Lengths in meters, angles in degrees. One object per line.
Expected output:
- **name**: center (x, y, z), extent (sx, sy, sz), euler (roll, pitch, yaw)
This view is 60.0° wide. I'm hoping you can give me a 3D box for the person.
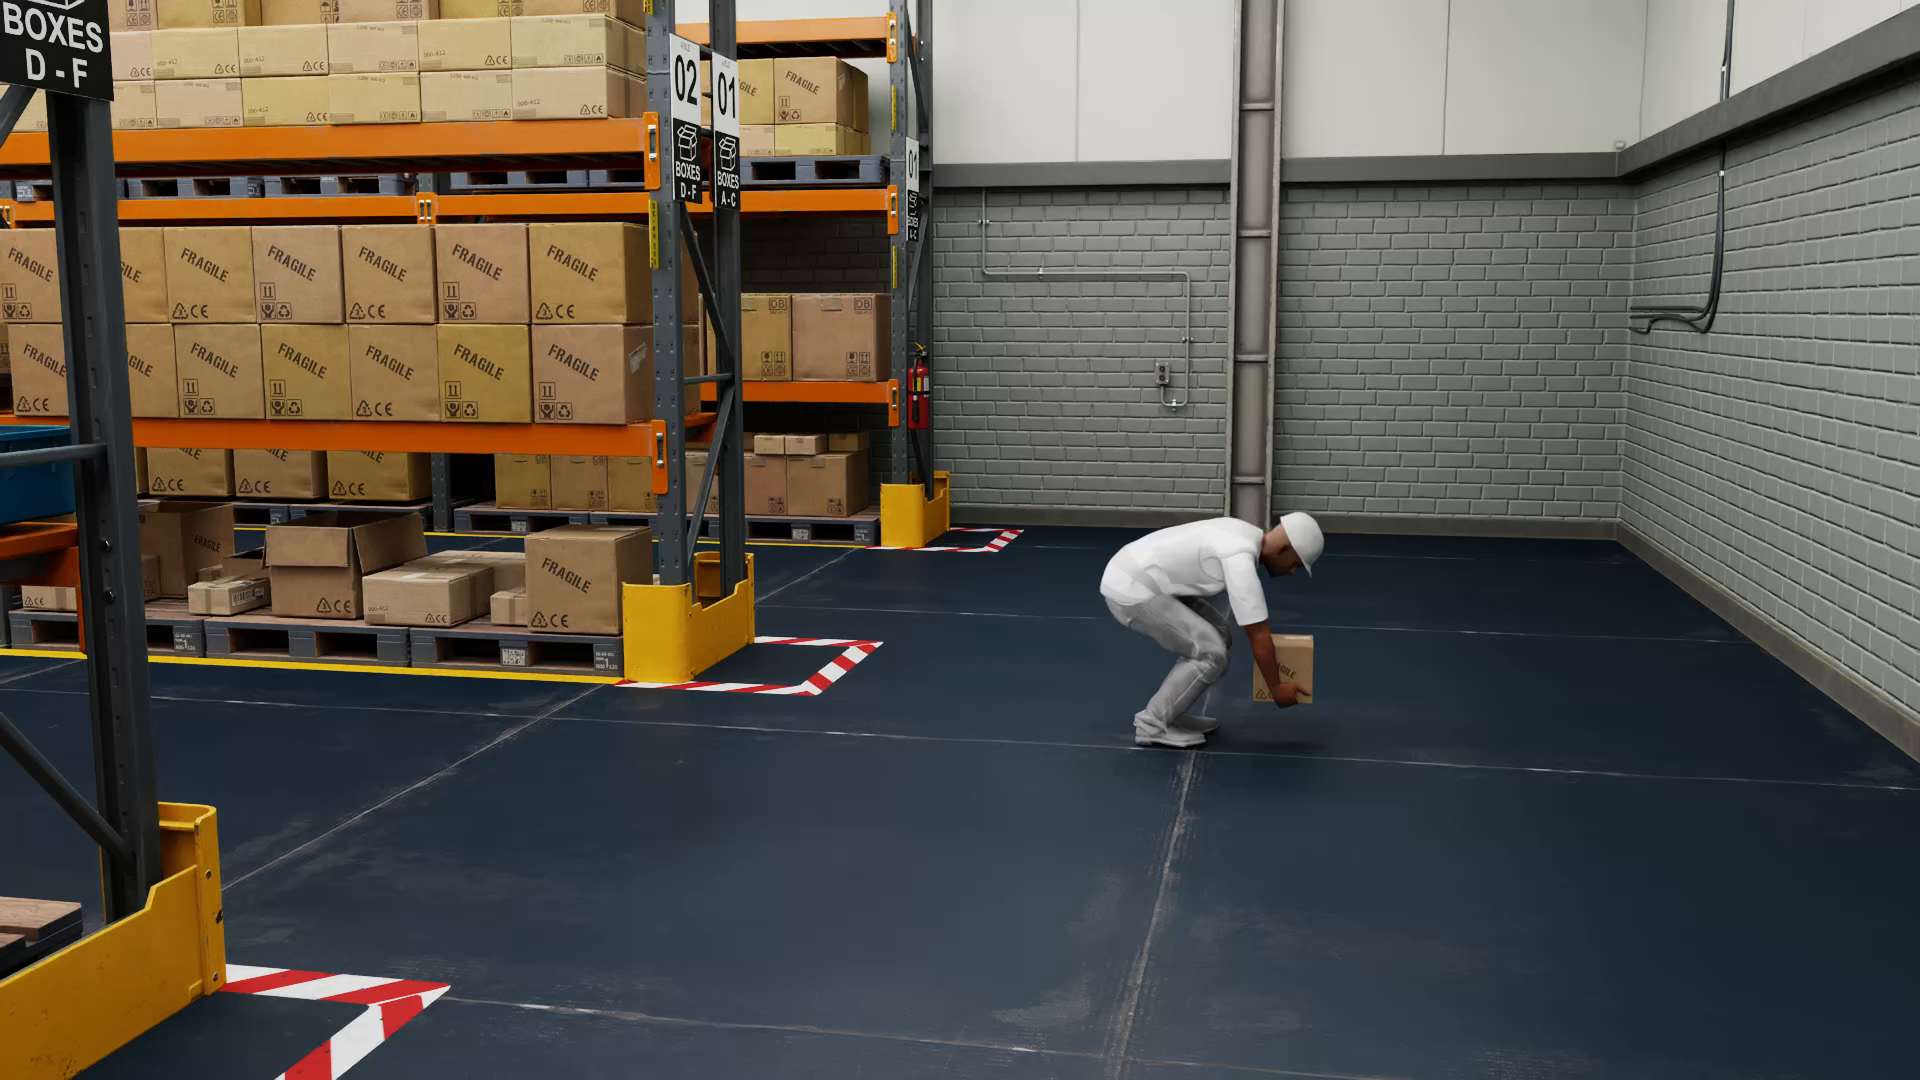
- **person**: center (1.091, 0.376, 7.268), extent (0.956, 1.012, 0.526), euler (1, 8, 9)
